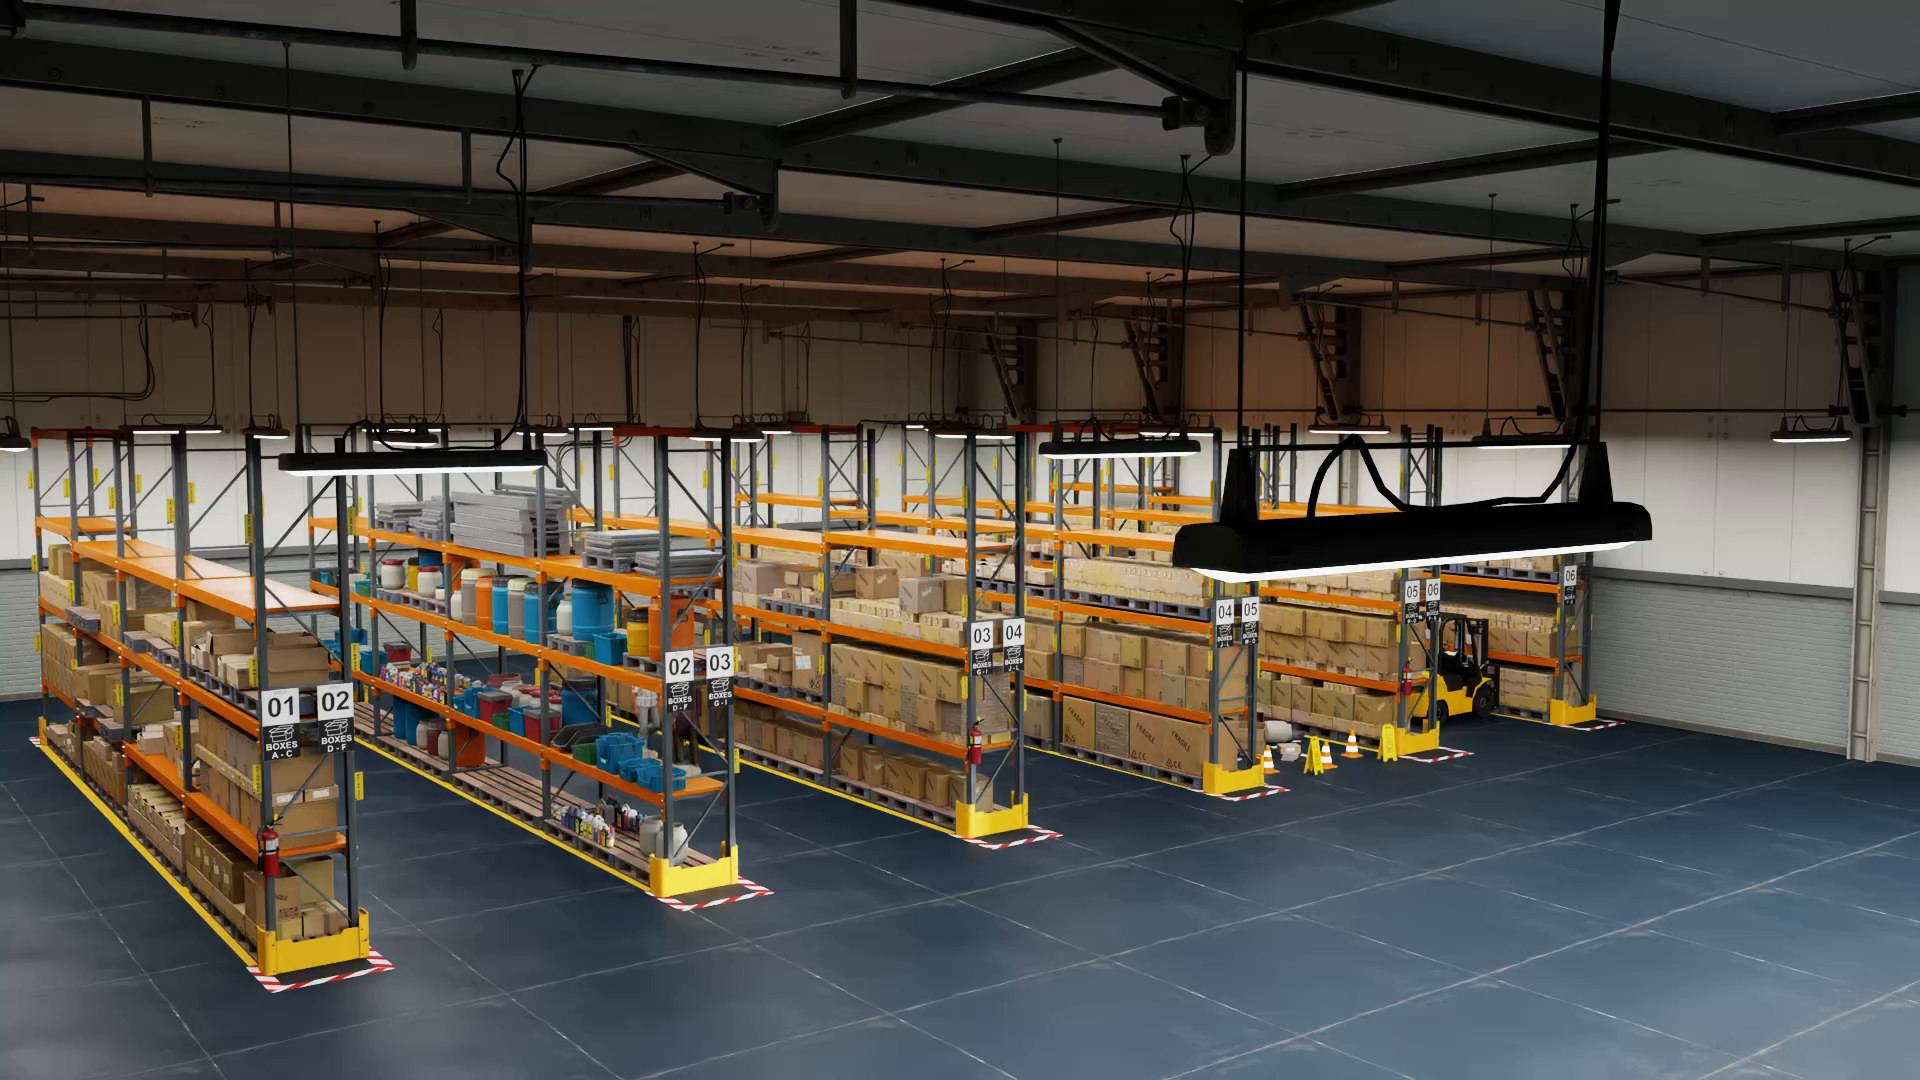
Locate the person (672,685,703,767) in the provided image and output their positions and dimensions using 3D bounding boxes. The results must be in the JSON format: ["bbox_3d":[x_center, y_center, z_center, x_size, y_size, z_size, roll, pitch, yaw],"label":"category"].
[{"bbox_3d":[-4.806,3.171,29.303,0.631,1.835,0.607,-4,6,-41],"label":"person"}]

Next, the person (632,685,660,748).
[{"bbox_3d":[-5.831,3.088,30.754,0.597,1.667,0.556,4,6,41],"label":"person"}]
